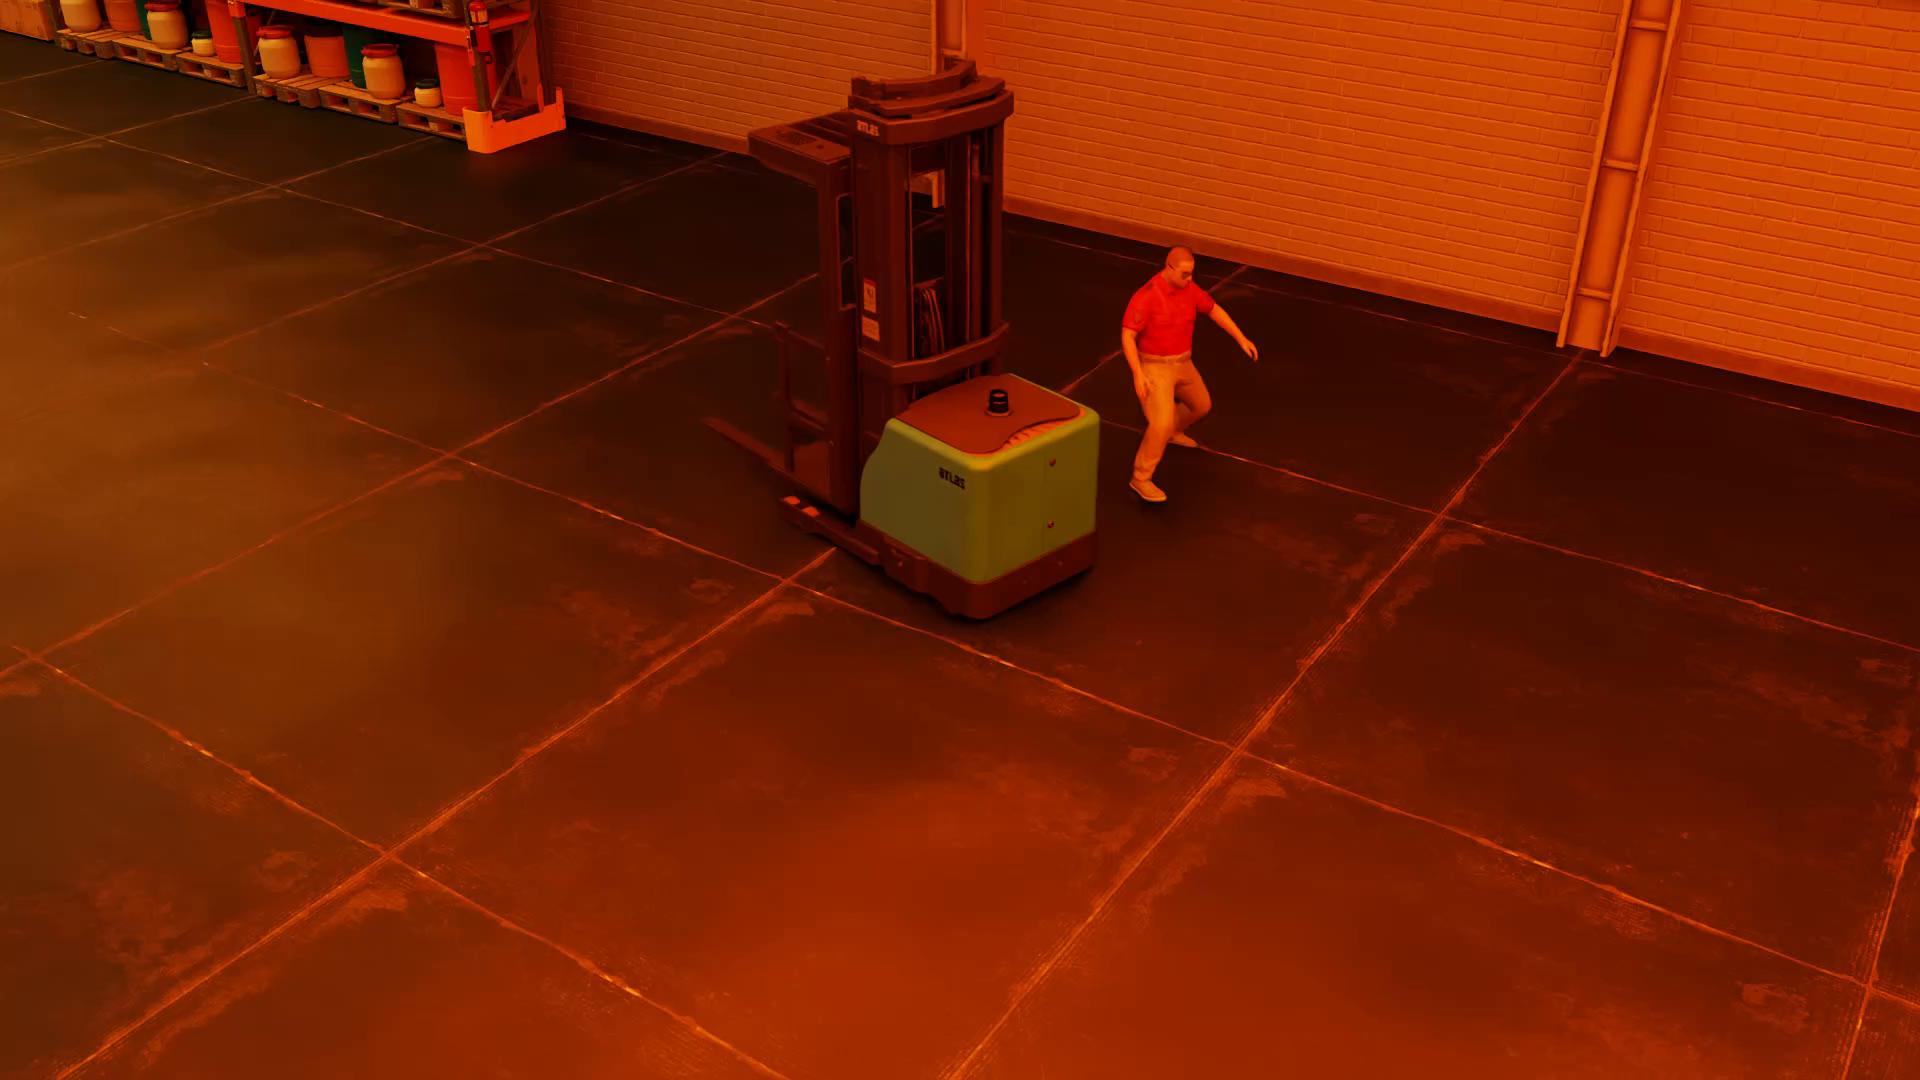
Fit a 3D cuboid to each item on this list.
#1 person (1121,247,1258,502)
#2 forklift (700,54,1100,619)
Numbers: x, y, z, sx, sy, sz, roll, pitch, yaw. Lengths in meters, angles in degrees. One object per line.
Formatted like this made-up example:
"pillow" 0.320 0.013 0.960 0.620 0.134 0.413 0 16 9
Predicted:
"person" 1.434 -1.152 10.967 0.999 1.601 0.831 -20 36 -30
"forklift" -0.533 -1.465 10.104 1.130 2.935 3.031 -25 38 -36
